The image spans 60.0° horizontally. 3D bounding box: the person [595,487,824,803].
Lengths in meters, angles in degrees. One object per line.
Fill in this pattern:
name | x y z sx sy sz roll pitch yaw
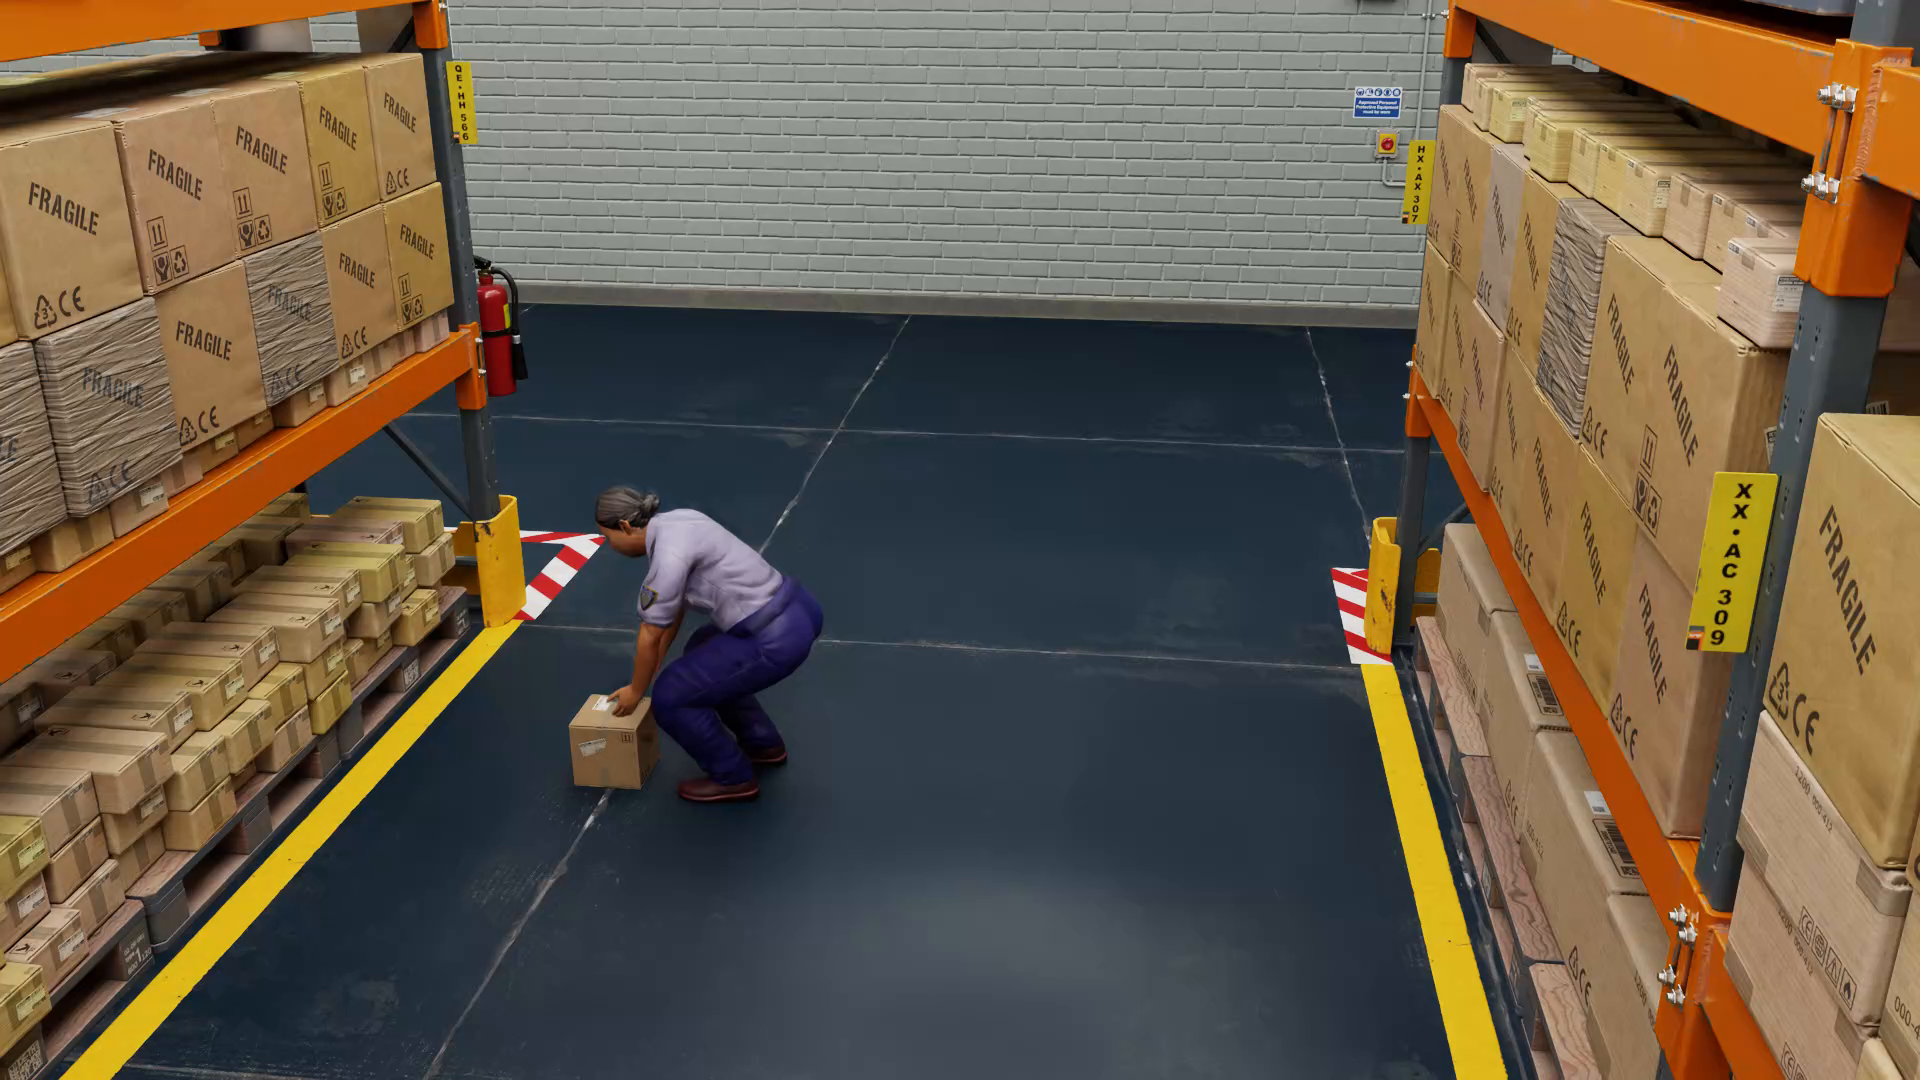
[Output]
person | -0.881 0.356 5.899 0.762 1.141 0.539 2 21 6
